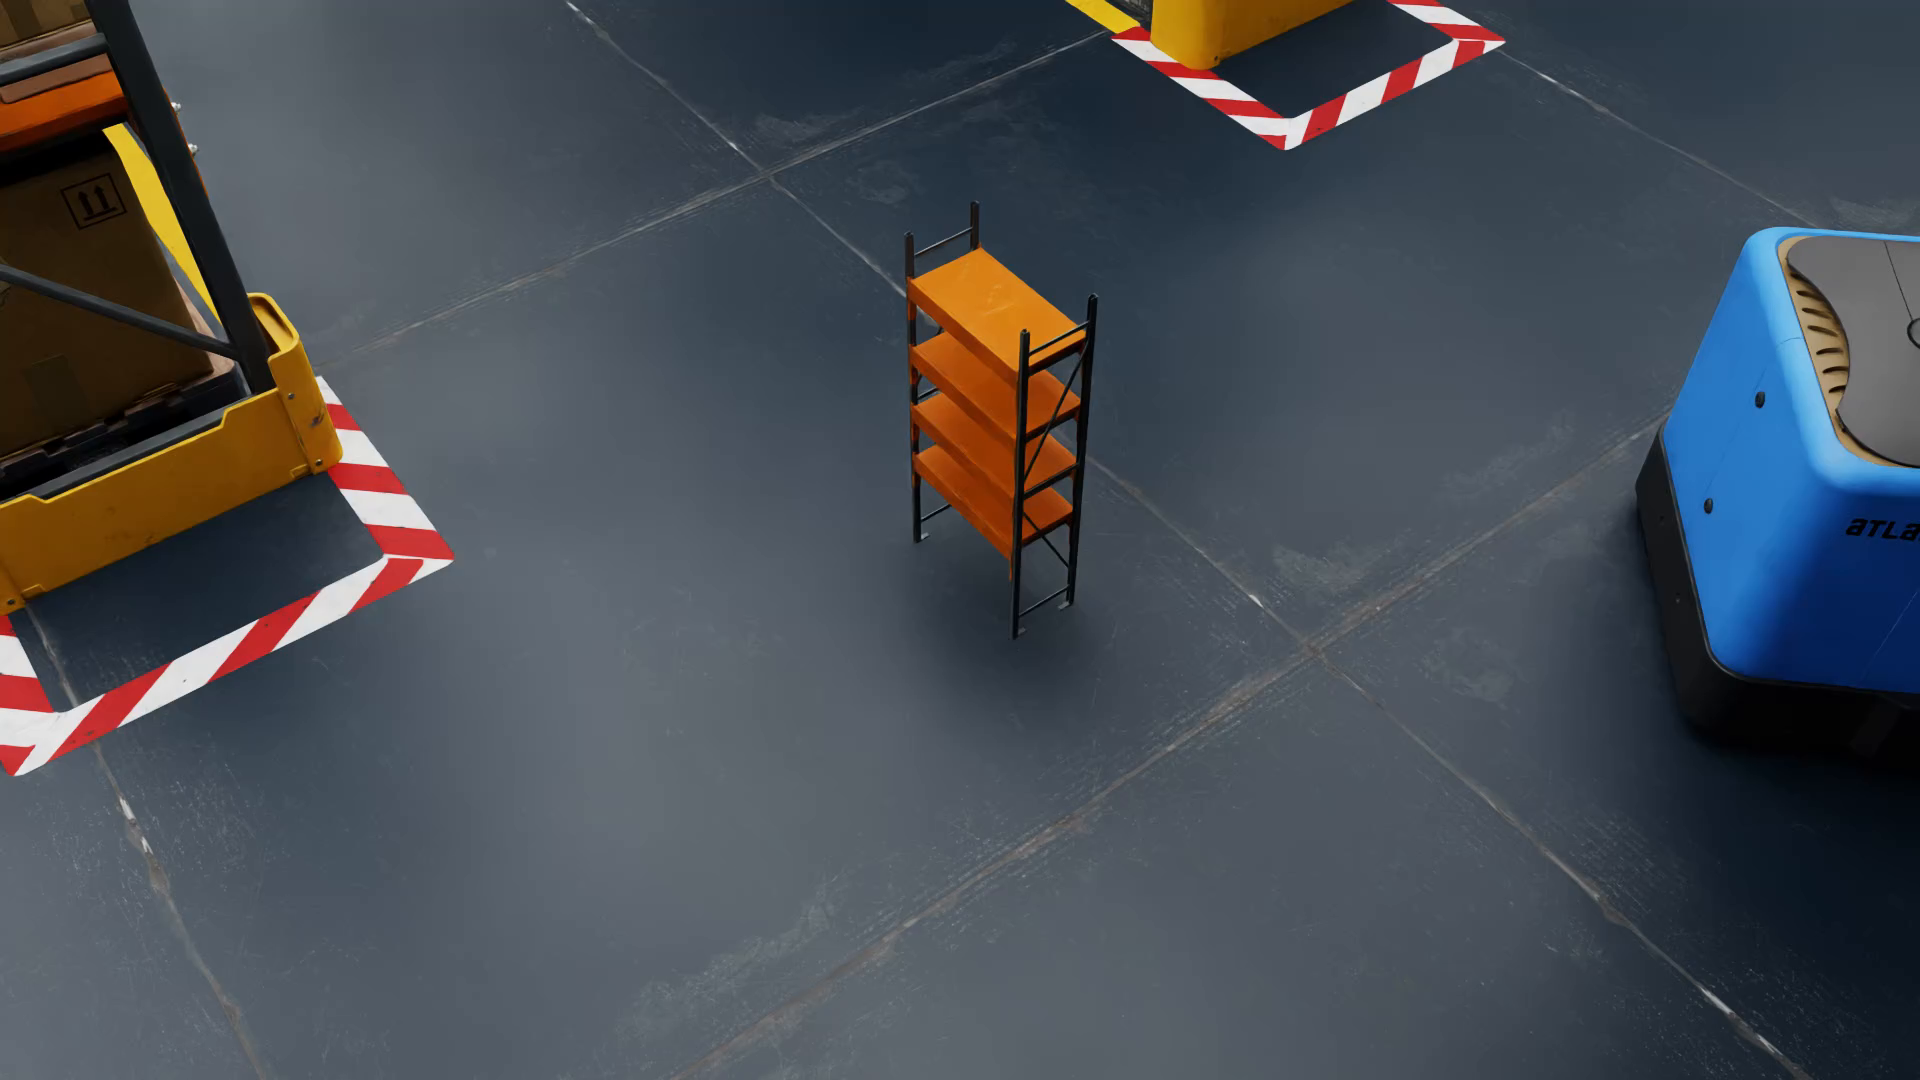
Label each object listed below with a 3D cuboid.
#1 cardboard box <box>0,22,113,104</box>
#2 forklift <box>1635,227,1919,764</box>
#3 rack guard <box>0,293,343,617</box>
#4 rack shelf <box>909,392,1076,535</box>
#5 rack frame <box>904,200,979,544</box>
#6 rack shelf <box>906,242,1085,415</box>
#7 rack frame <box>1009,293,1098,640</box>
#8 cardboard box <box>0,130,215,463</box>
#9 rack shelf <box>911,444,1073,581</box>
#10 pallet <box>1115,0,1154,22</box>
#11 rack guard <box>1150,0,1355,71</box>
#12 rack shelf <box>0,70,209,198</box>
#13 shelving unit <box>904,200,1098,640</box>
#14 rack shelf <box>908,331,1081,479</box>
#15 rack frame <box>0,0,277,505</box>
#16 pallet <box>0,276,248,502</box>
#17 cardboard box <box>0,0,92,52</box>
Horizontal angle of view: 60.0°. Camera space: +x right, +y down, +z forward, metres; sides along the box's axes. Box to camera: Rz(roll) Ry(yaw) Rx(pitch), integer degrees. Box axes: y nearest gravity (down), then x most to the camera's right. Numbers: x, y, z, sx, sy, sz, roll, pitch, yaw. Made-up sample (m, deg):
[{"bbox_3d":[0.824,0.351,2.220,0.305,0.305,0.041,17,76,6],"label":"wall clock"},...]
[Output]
[{"bbox_3d":[-2.552,-1.402,4.666,0.380,0.149,0.250,-29,54,-24],"label":"cardboard box"},{"bbox_3d":[3.602,-0.647,3.858,3.031,2.935,1.130,5,48,5],"label":"forklift"},{"bbox_3d":[-2.585,-0.275,5.162,1.175,0.500,0.348,-29,54,-24],"label":"rack guard"},{"bbox_3d":[0.100,-0.260,4.767,0.258,0.148,0.480,-29,54,-24],"label":"rack shelf"},{"bbox_3d":[-0.048,-0.449,4.847,0.240,1.200,0.015,-29,54,-24],"label":"rack frame"},{"bbox_3d":[0.100,-0.569,4.426,0.258,0.148,0.480,-29,54,-24],"label":"rack shelf"},{"bbox_3d":[0.248,-0.162,4.587,0.240,1.200,0.015,-29,54,-24],"label":"rack frame"},{"bbox_3d":[-3.051,-0.898,5.190,0.875,0.875,0.875,-29,54,-24],"label":"cardboard box"},{"bbox_3d":[0.100,-0.127,4.914,0.258,0.148,0.480,-29,54,-24],"label":"rack shelf"},{"bbox_3d":[0.874,-2.918,7.753,1.003,0.211,1.213,-29,54,-24],"label":"pallet"},{"bbox_3d":[1.367,-2.503,7.181,1.175,0.500,0.348,-29,54,-24],"label":"rack guard"},{"bbox_3d":[-3.811,-2.067,5.584,1.077,0.370,4.000,-29,54,-24],"label":"rack shelf"},{"bbox_3d":[0.100,-0.305,4.717,0.258,1.200,0.503,-29,54,-24],"label":"shelving unit"},{"bbox_3d":[0.100,-0.410,4.601,0.258,0.148,0.480,-29,54,-24],"label":"rack shelf"},{"bbox_3d":[-2.600,-1.129,4.249,1.000,3.000,0.127,-29,54,-24],"label":"rack frame"},{"bbox_3d":[-3.146,-0.629,5.677,1.003,0.211,1.213,-29,54,-24],"label":"pallet"},{"bbox_3d":[-2.675,-1.583,4.560,0.500,0.250,0.500,-31,55,-25],"label":"cardboard box"}]
